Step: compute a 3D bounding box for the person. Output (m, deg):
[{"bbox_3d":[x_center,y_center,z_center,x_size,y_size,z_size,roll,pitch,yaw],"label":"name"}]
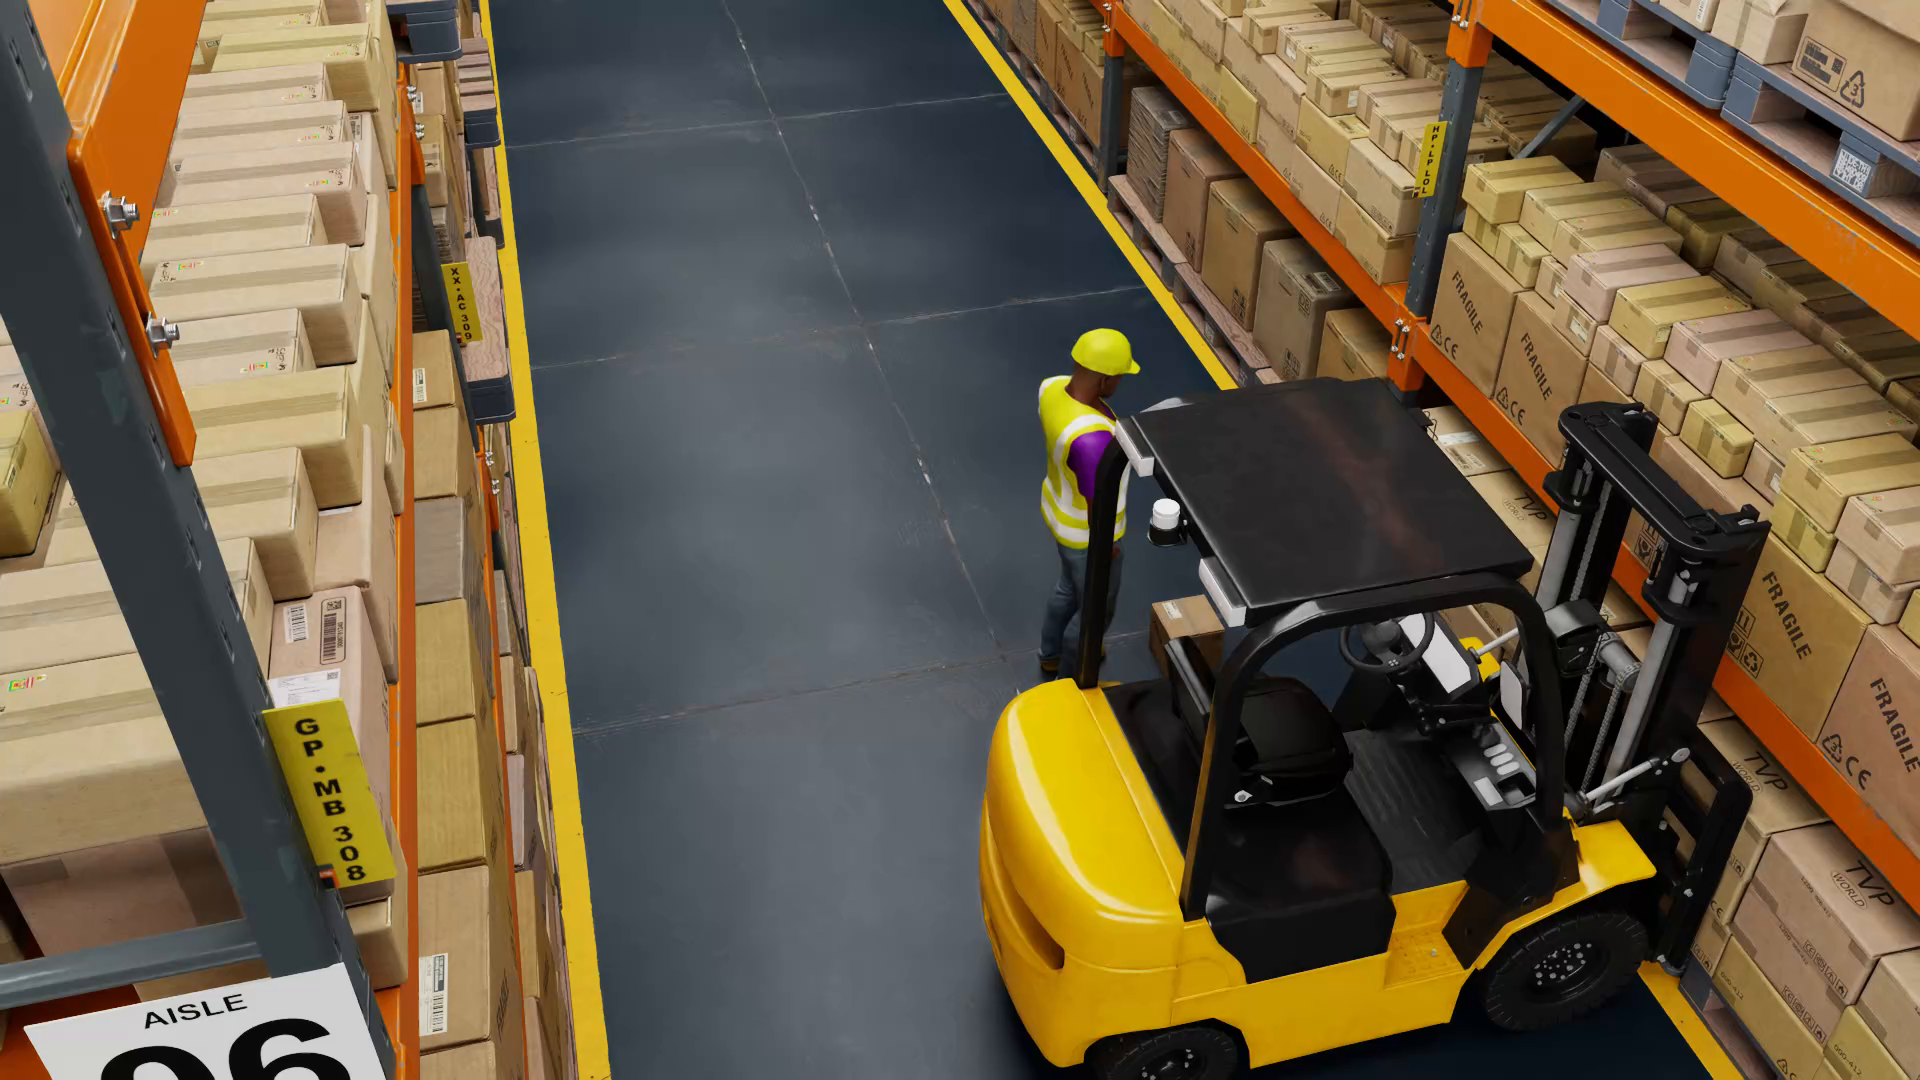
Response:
[{"bbox_3d":[0.513,-0.092,6.820,0.373,1.757,0.569,-9,39,-11],"label":"person"}]
